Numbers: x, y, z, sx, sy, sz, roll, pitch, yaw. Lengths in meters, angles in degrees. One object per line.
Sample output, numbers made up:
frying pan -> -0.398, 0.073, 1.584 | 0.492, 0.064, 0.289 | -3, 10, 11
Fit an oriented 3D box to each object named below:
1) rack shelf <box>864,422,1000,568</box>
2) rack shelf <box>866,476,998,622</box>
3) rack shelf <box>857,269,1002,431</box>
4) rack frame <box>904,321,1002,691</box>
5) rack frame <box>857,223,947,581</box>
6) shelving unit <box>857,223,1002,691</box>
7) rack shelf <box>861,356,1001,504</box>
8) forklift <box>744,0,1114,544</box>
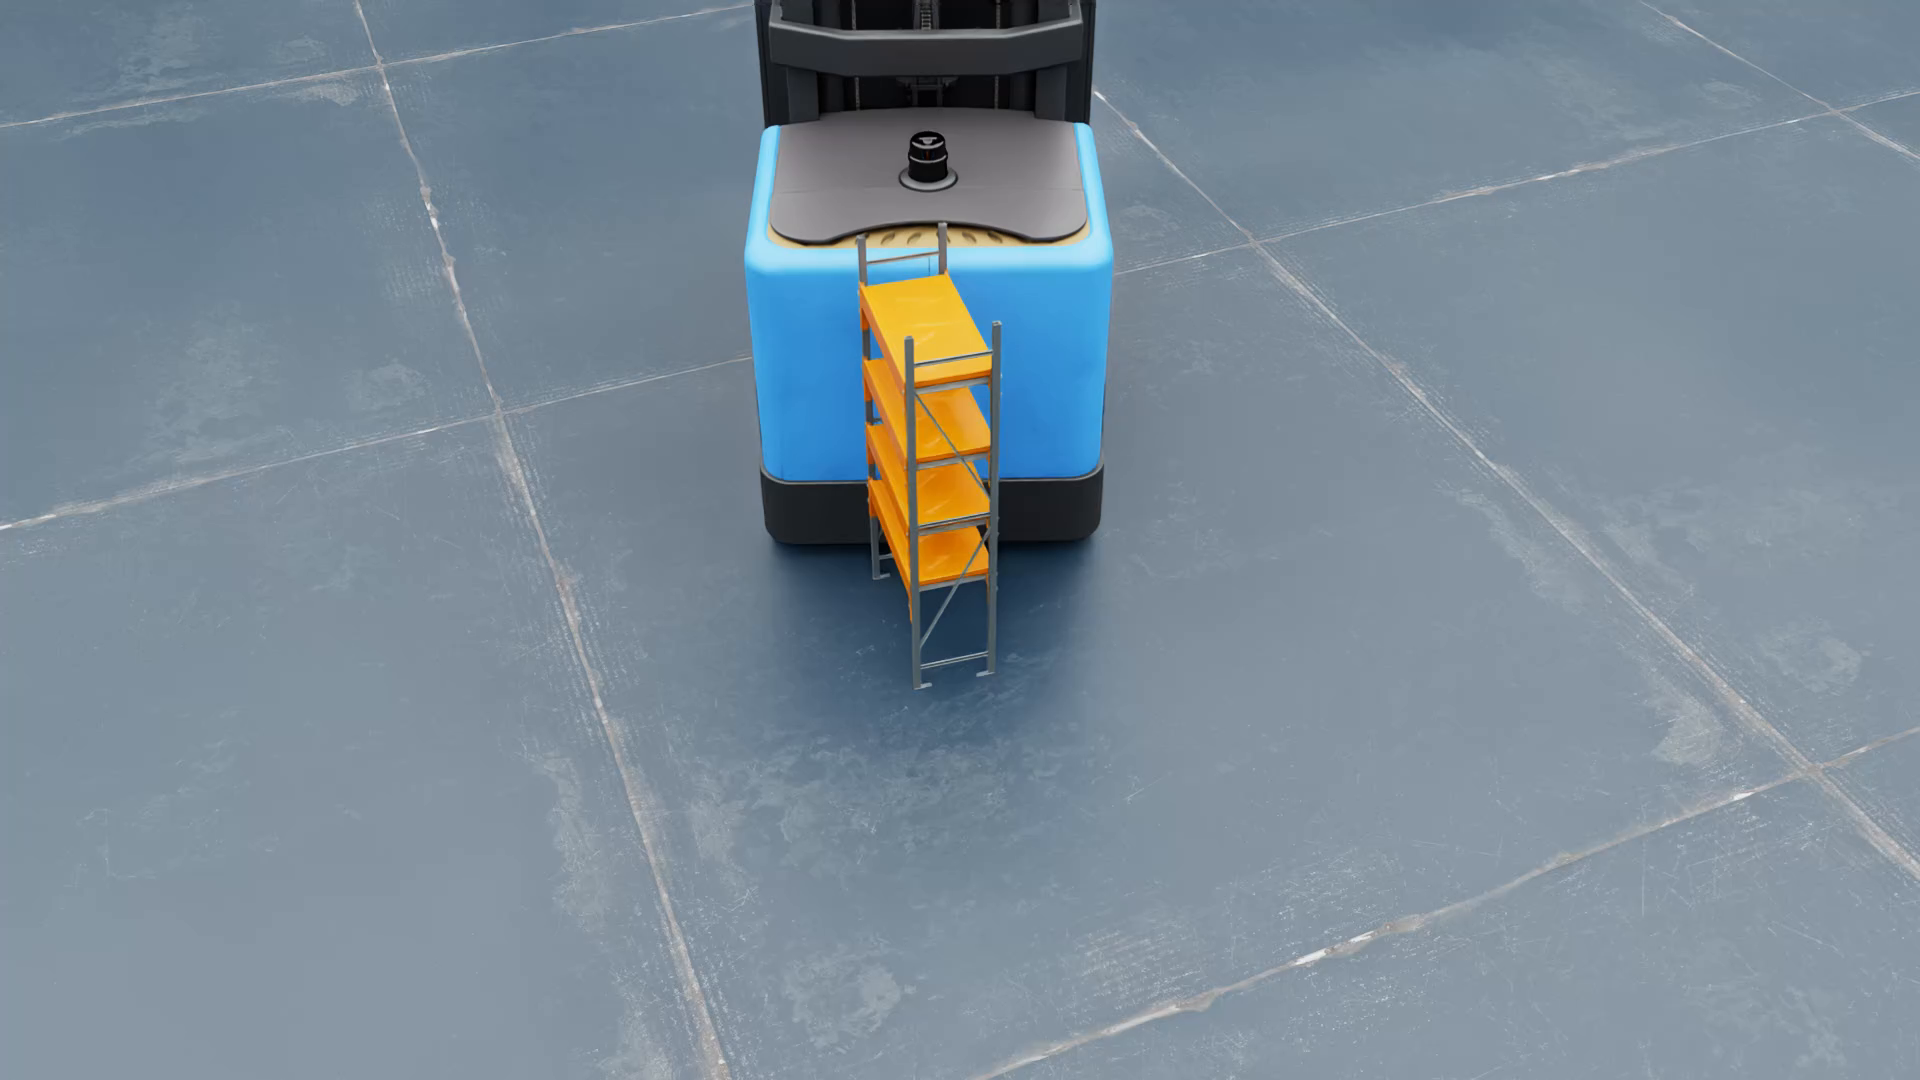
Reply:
rack shelf -> -0.084, -0.152, 4.609 | 0.258, 0.148, 0.480 | -11, 42, -12
rack shelf -> -0.084, -0.001, 4.739 | 0.258, 0.148, 0.480 | -11, 42, -12
rack shelf -> -0.084, -0.501, 4.309 | 0.258, 0.148, 0.480 | -11, 42, -12
rack frame -> -0.017, -0.050, 4.388 | 0.240, 1.200, 0.015 | -11, 42, -12
rack frame -> -0.152, -0.355, 4.743 | 0.240, 1.200, 0.015 | -11, 42, -12
shelving unit -> -0.084, -0.203, 4.565 | 0.258, 1.200, 0.503 | -11, 42, -12
rack shelf -> -0.084, -0.321, 4.463 | 0.258, 0.148, 0.480 | -11, 42, -12
forklift -> -0.115, -2.036, 5.370 | 1.130, 2.935, 3.031 | -1, 41, -1
